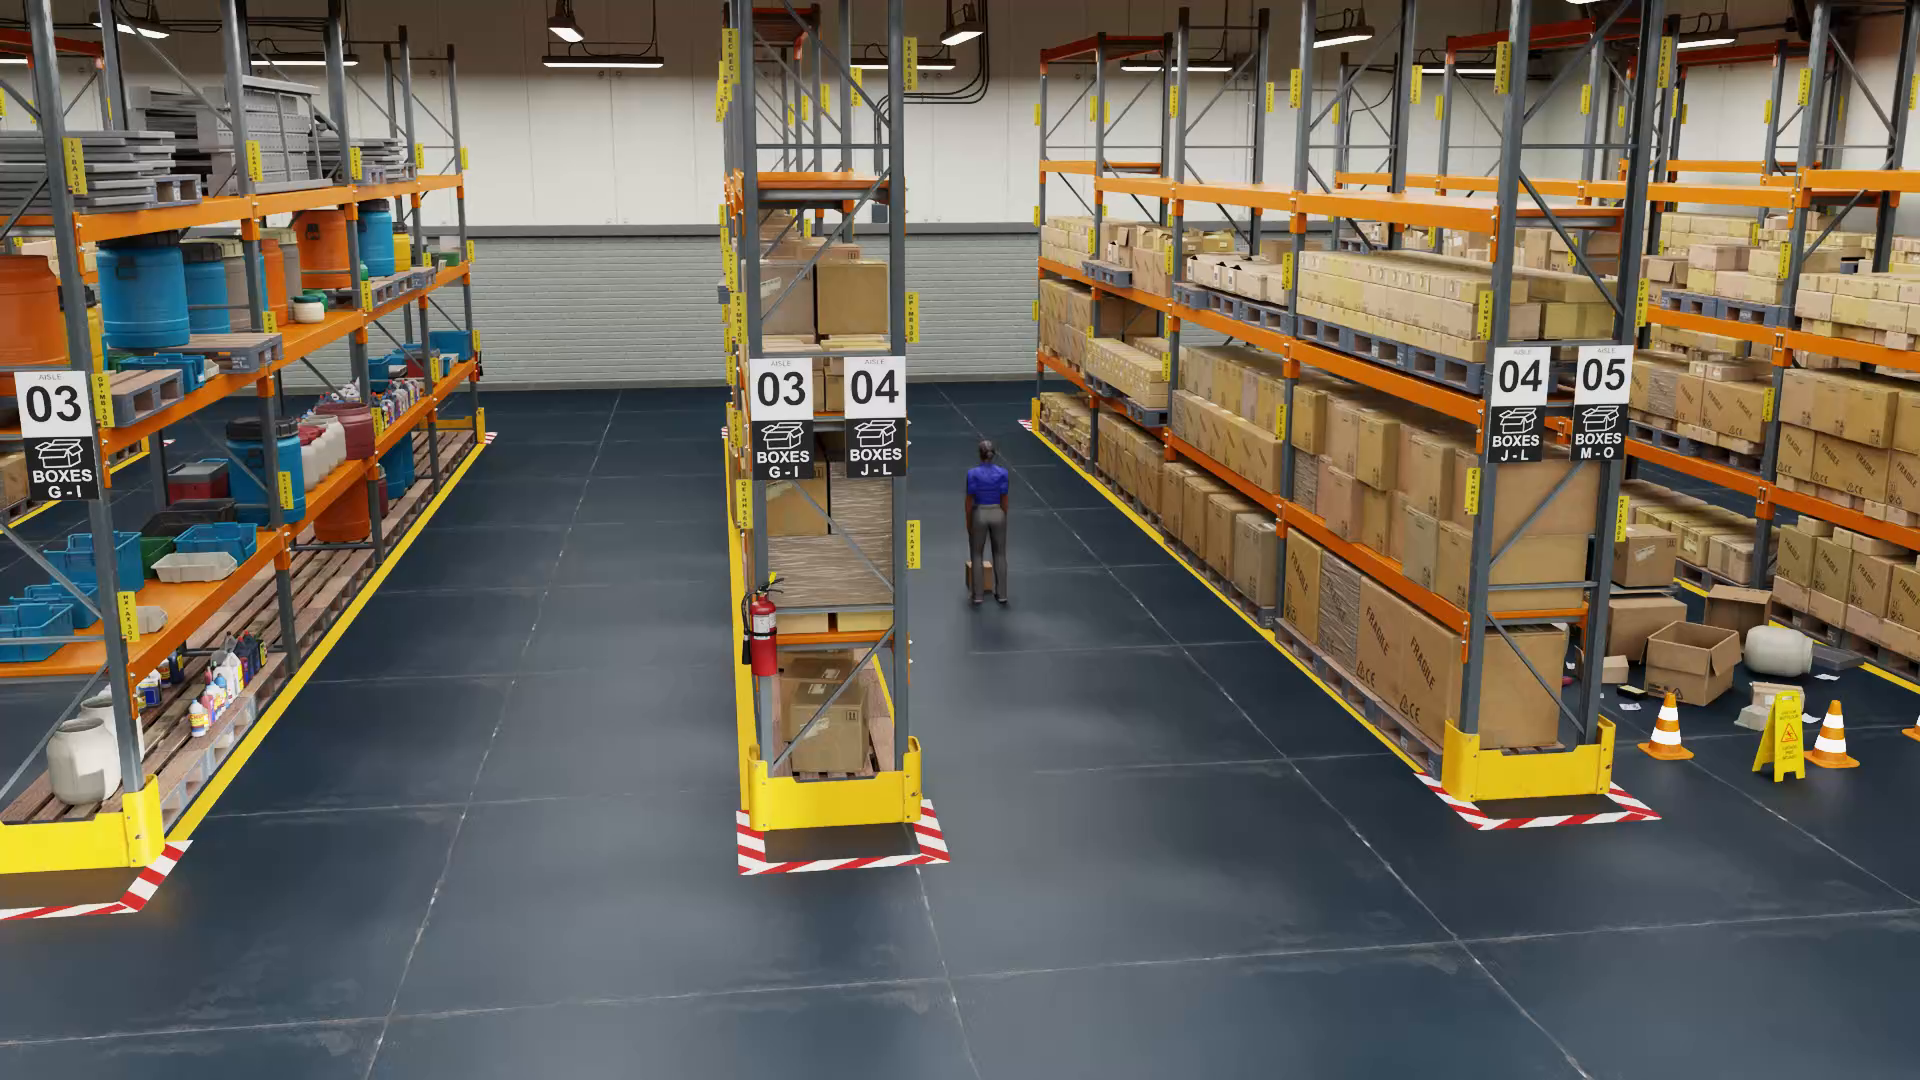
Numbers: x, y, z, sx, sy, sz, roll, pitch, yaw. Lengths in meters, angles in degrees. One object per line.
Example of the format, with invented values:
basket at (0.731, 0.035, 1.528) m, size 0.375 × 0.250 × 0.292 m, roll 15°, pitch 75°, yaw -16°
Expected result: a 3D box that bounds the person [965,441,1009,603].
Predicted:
person at (0.266, -0.189, 16.813) m, size 0.438 × 1.655 × 0.297 m, roll -2°, pitch 13°, yaw -7°
